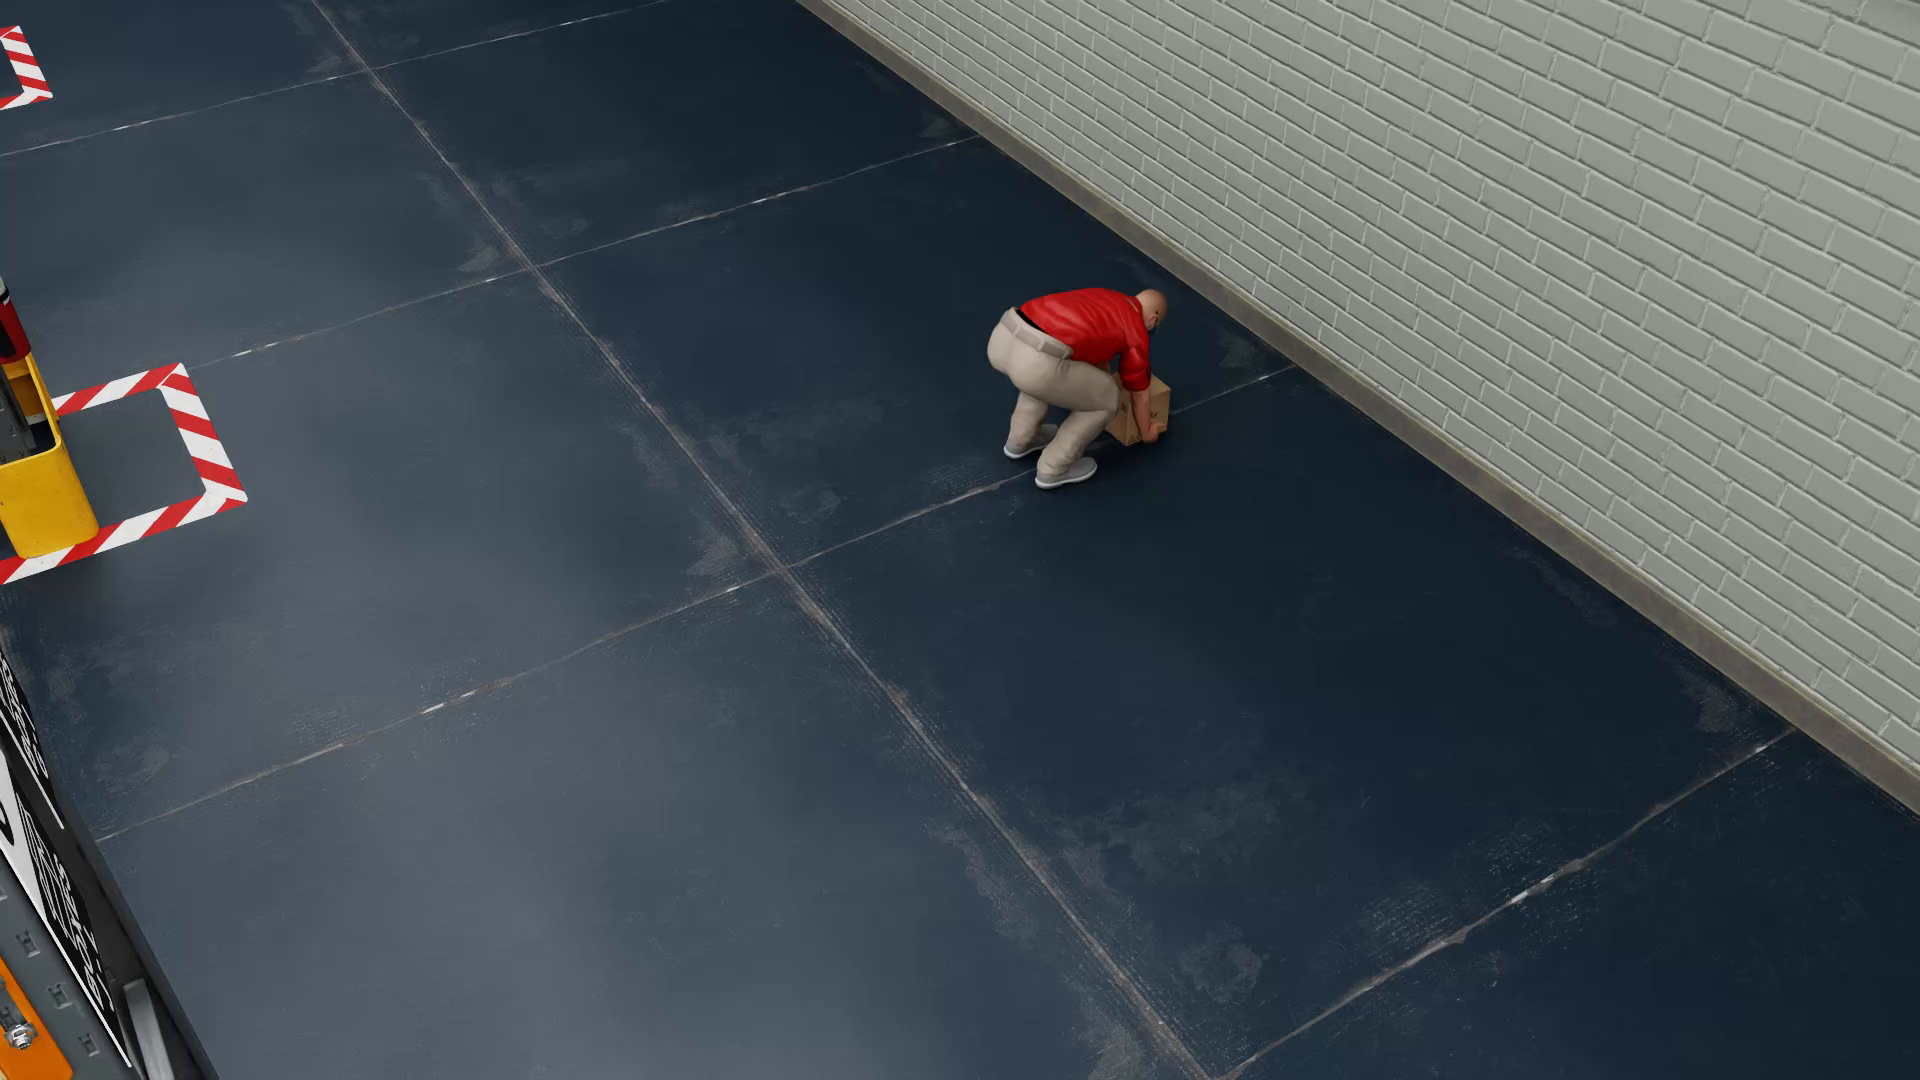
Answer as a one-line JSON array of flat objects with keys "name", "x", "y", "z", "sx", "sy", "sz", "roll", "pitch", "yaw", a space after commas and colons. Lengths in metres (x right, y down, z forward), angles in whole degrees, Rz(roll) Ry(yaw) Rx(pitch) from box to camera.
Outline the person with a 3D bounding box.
[{"name": "person", "x": 0.568, "y": -0.775, "z": 7.720, "sx": 0.956, "sy": 0.894, "sz": 0.542, "roll": -25, "pitch": 46, "yaw": -26}]
